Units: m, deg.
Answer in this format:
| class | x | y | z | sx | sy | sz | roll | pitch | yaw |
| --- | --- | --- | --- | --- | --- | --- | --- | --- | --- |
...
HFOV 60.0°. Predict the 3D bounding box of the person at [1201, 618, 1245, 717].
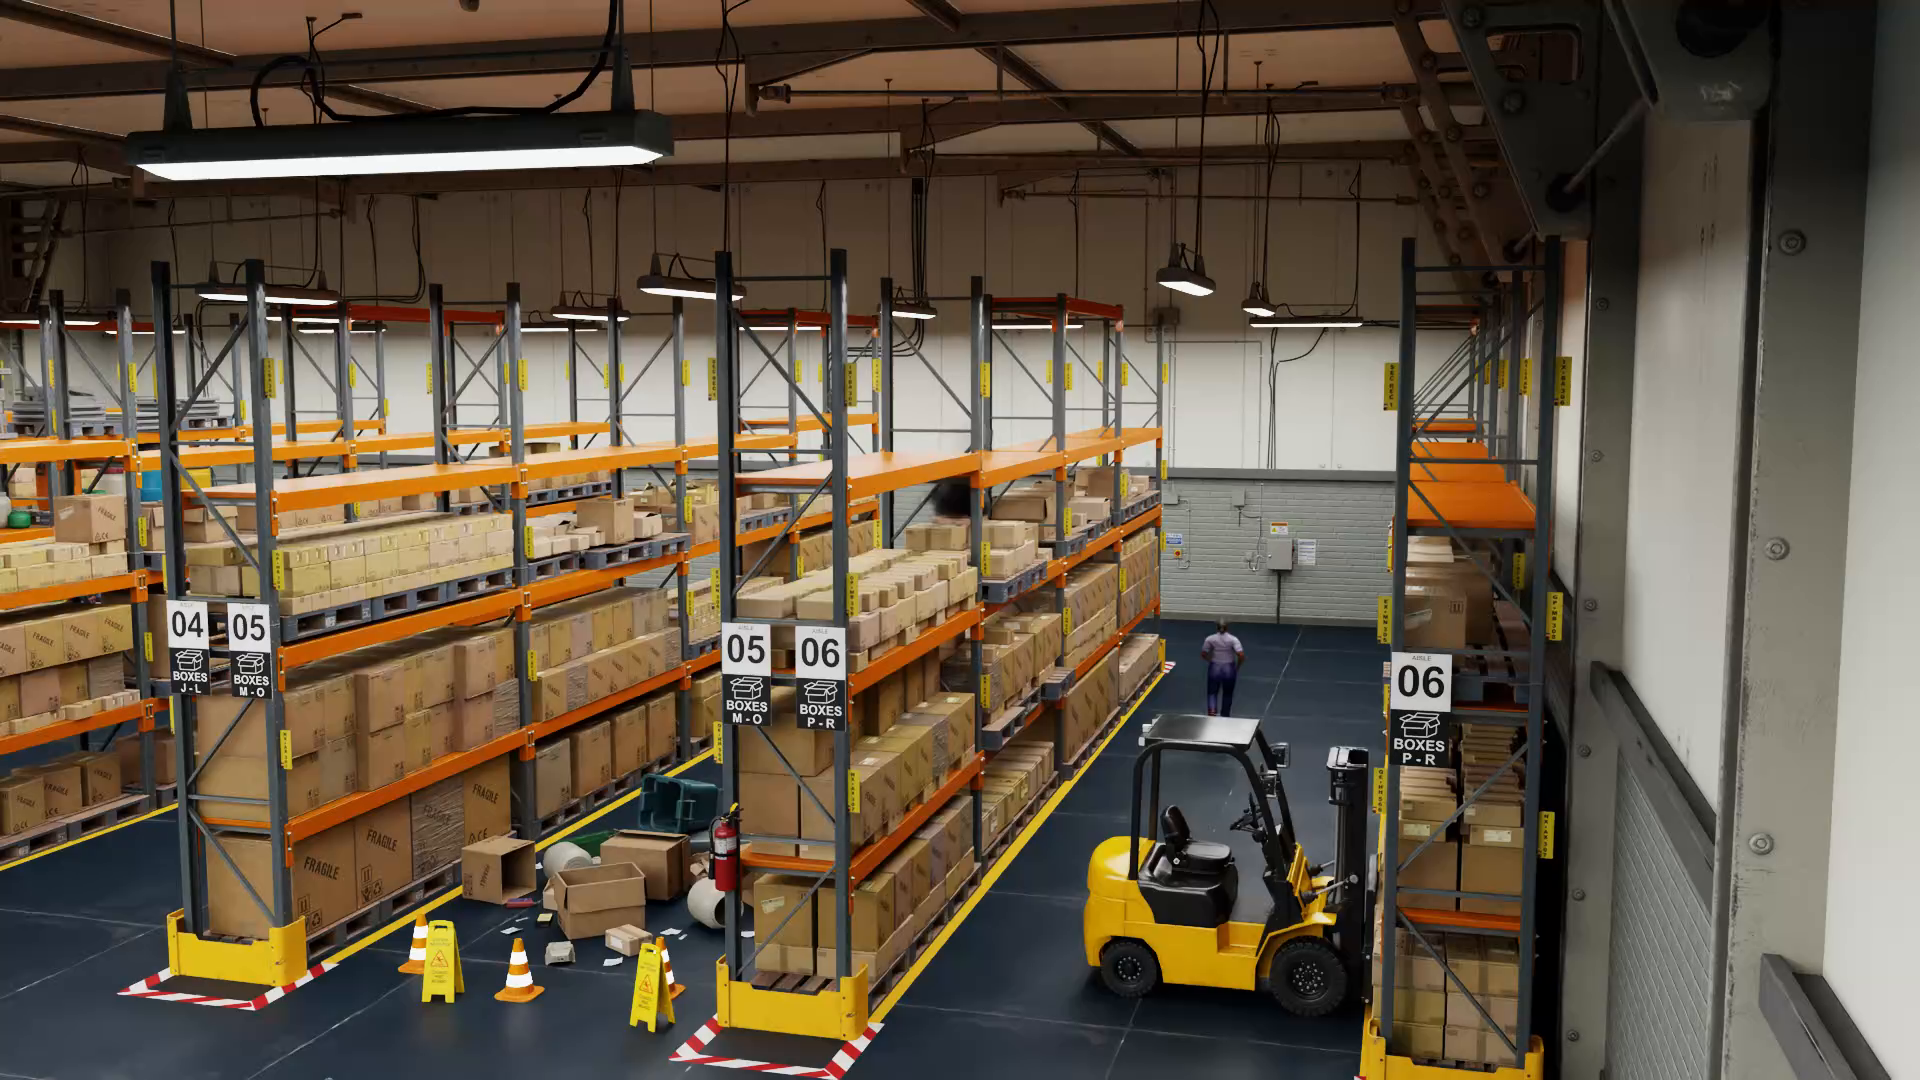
| class | x | y | z | sx | sy | sz | roll | pitch | yaw |
| --- | --- | --- | --- | --- | --- | --- | --- | --- | --- |
| person | 3.706 | 1.887 | 23.488 | 0.615 | 1.602 | 0.693 | 1 | 6 | 10 |
